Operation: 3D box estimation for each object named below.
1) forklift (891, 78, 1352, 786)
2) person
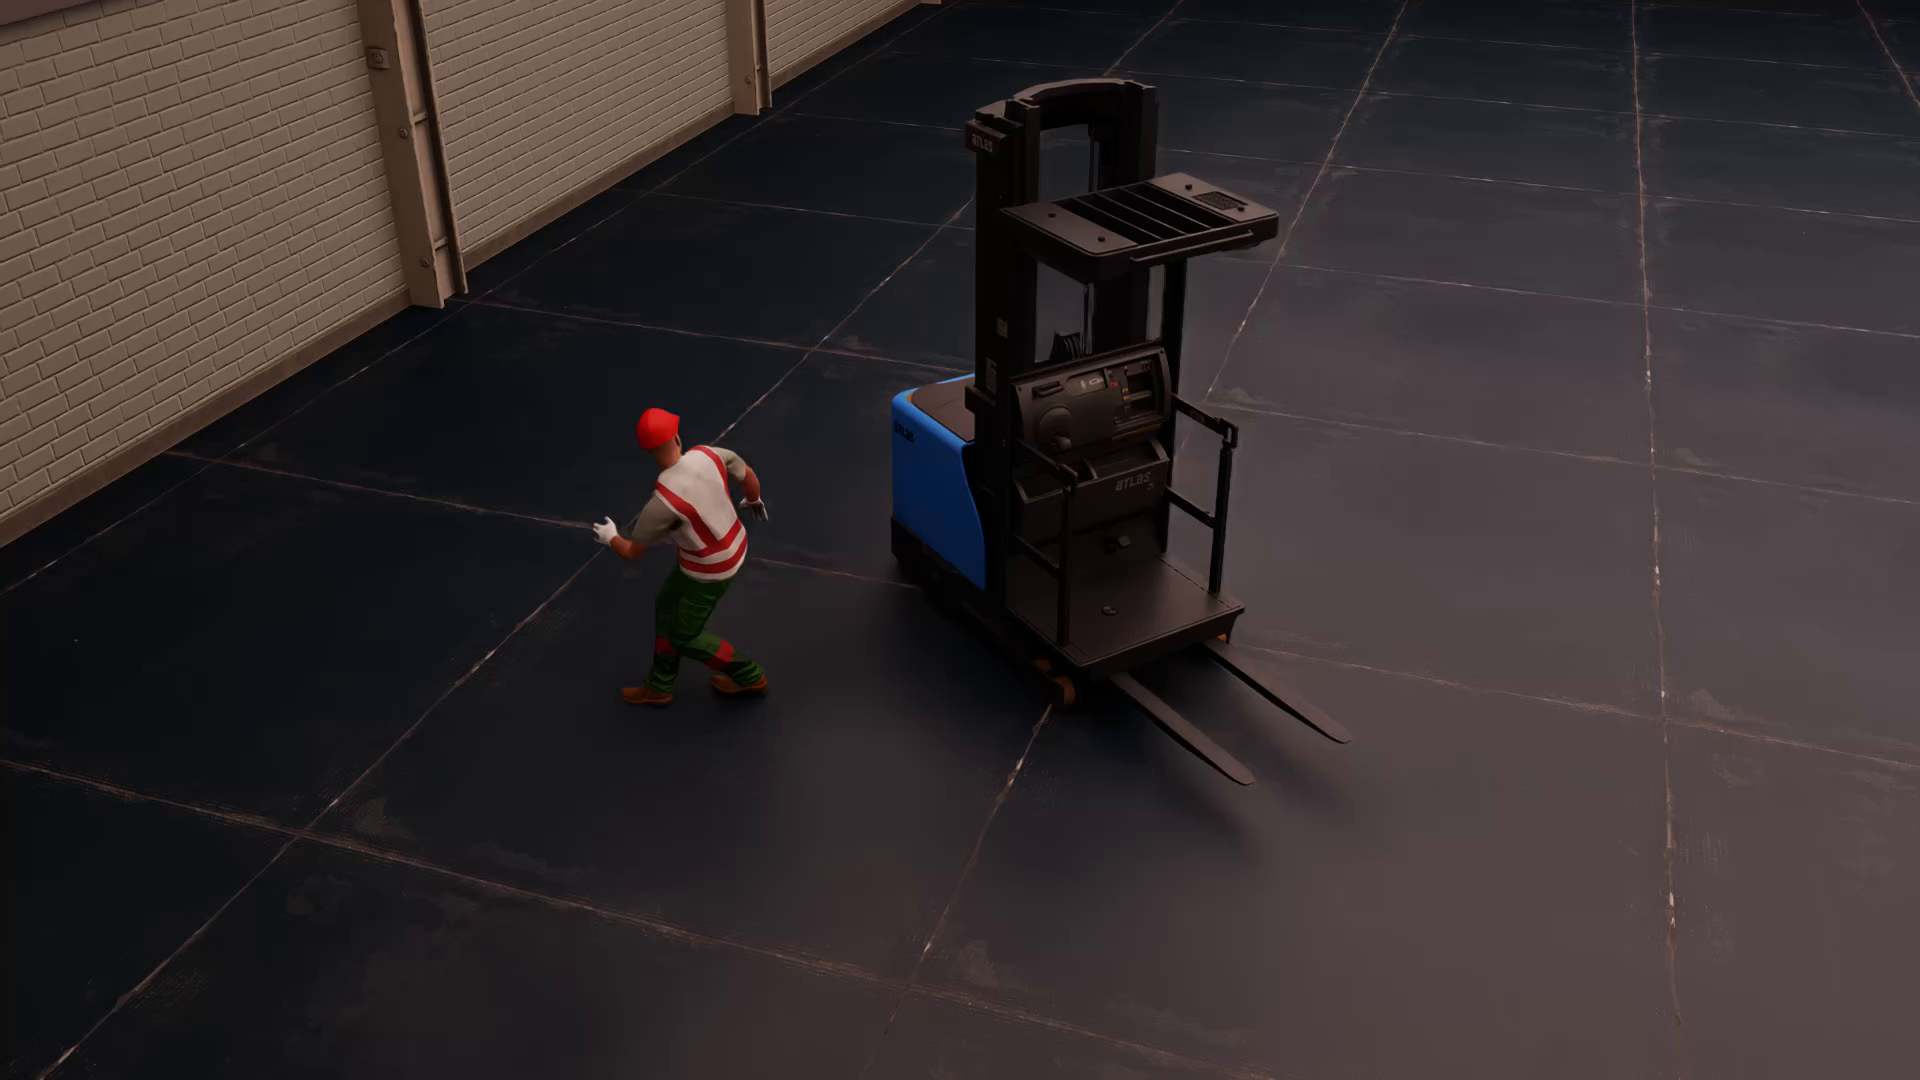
[{"bbox_3d":[0.800,-0.672,8.315,1.130,2.935,3.031,-17,34,-27],"label":"forklift"},{"bbox_3d":[-1.404,0.042,8.388,0.832,1.650,0.821,6,30,10],"label":"person"}]
